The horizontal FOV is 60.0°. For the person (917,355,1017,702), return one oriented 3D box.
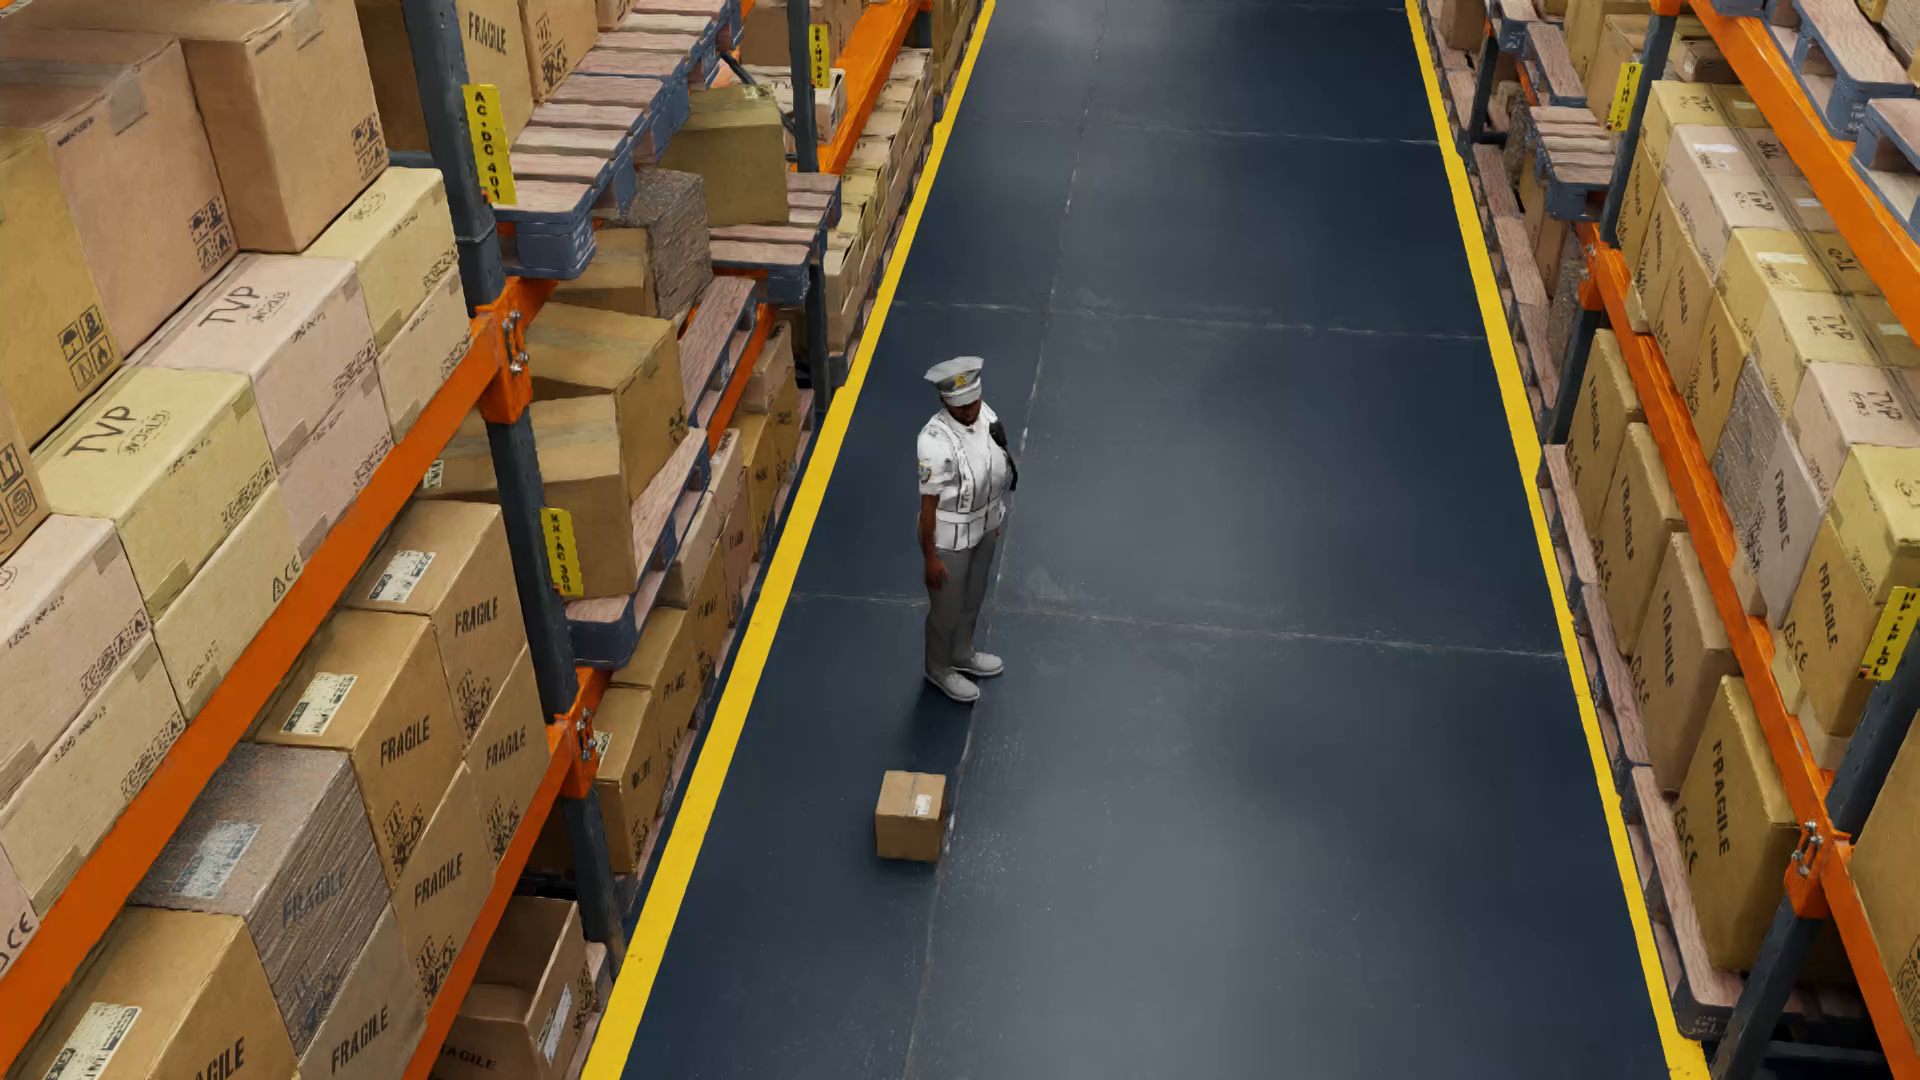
[{"bbox_3d":[0.017,-0.028,7.044,0.350,1.670,0.501,24,42,29],"label":"person"}]
